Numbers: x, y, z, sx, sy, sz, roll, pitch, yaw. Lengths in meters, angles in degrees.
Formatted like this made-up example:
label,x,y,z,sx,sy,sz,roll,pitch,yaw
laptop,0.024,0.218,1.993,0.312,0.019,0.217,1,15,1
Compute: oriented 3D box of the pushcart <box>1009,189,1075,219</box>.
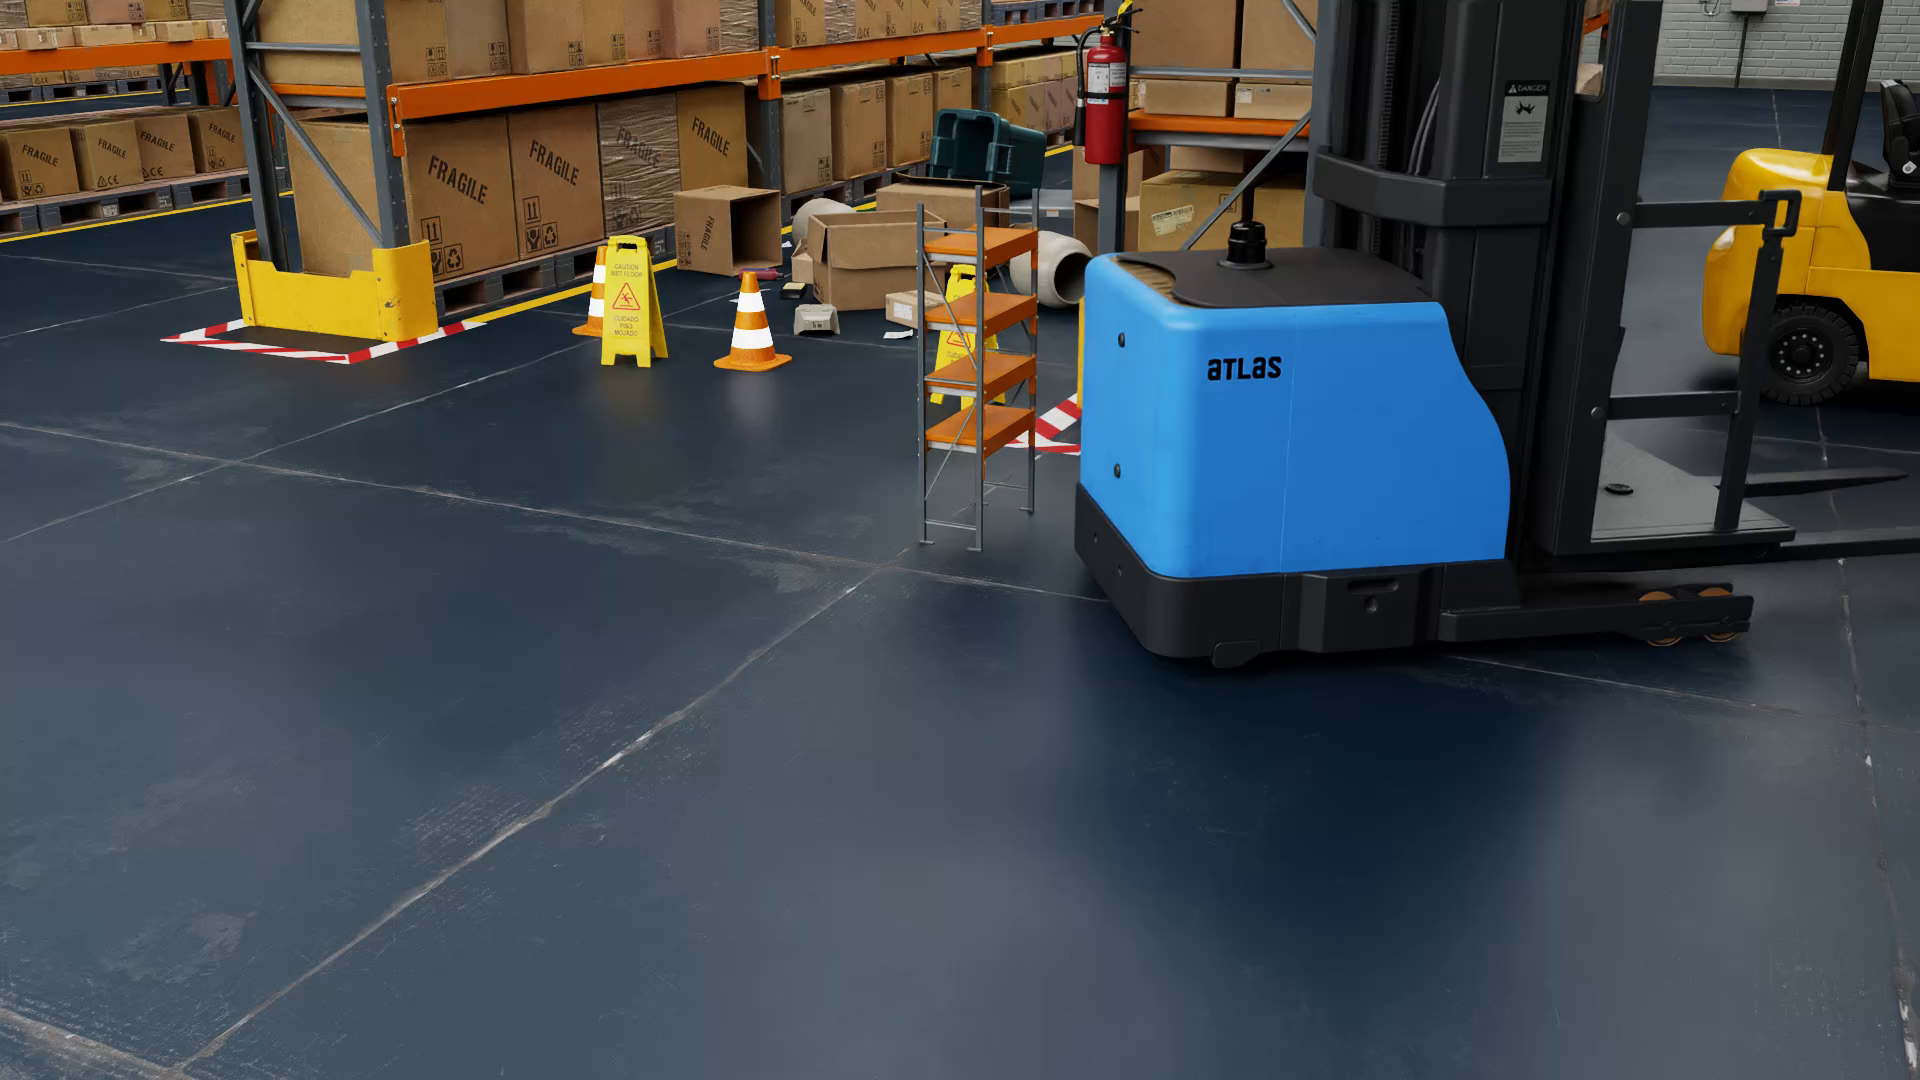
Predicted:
label,x,y,z,sx,sy,sz,roll,pitch,yaw
pushcart,0.630,-2.251,11.734,1.648,0.377,0.936,1,20,4

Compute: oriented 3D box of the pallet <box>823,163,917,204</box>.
label,x,y,z,sx,sy,sz,roll,pitch,yaw
pallet,-1.082,-3.144,14.493,1.003,0.211,1.213,9,21,23

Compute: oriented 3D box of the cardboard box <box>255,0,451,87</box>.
label,x,y,z,sx,sy,sz,roll,pitch,yaw
cardboard box,-3.354,-2.804,9.154,0.875,0.550,0.550,9,21,23

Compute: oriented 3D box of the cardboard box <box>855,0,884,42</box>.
label,x,y,z,sx,sy,sz,roll,pitch,yaw
cardboard box,-0.953,-4.315,13.476,0.500,0.500,0.500,8,21,22

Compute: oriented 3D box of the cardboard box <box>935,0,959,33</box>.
label,x,y,z,sx,sy,sz,roll,pitch,yaw
cardboard box,-0.334,-4.780,14.784,0.500,0.500,0.500,9,21,23

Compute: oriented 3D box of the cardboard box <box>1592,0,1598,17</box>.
label,x,y,z,sx,sy,sz,roll,pitch,yaw
cardboard box,6.647,-5.942,18.051,0.500,0.500,0.500,9,21,23

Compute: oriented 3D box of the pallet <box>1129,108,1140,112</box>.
label,x,y,z,sx,sy,sz,roll,pitch,yaw
pallet,1.692,-5.179,20.216,1.003,0.211,1.213,9,21,23

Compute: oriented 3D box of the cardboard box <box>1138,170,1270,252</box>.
label,x,y,z,sx,sy,sz,roll,pitch,yaw
cardboard box,1.182,-1.502,8.074,0.500,0.500,0.500,9,21,23

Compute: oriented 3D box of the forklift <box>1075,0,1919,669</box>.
label,x,y,z,sx,sy,sz,roll,pitch,yaw
forklift,1.956,-1.226,5.043,3.031,2.935,1.130,-3,20,-9

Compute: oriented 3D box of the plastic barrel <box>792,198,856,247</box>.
label,x,y,z,sx,sy,sz,roll,pitch,yaw
plastic barrel,-0.892,-2.066,11.146,0.421,0.421,0.512,-9,22,-24

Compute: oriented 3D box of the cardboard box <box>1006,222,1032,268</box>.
label,x,y,z,sx,sy,sz,roll,pitch,yaw
cardboard box,0.439,-1.946,11.044,0.258,0.266,0.396,-5,20,-15

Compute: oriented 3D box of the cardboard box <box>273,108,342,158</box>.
label,x,y,z,sx,sy,sz,roll,pitch,yaw
cardboard box,-6.040,-3.763,15.146,0.700,0.500,0.500,7,21,19

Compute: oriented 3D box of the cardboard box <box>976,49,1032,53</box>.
label,x,y,z,sx,sy,sz,roll,pitch,yaw
cardboard box,0.477,-5.148,17.952,0.500,0.250,0.500,9,22,25

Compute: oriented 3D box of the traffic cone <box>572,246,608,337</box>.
label,x,y,z,sx,sy,sz,roll,pitch,yaw
traffic cone,-1.952,-1.386,9.176,0.336,0.463,0.334,9,21,23

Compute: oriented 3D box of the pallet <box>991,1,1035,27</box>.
label,x,y,z,sx,sy,sz,roll,pitch,yaw
pallet,0.006,-5.202,16.405,1.213,0.211,1.003,9,21,23

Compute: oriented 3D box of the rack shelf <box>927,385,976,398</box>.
label,x,y,z,sx,sy,sz,roll,pitch,yaw
rack shelf,0.068,-0.579,5.923,0.199,0.029,0.442,9,21,23

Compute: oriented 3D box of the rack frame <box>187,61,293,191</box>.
label,x,y,z,sx,sy,sz,roll,pitch,yaw
rack frame,-6.311,-4.548,14.282,1.000,3.000,0.127,9,21,23

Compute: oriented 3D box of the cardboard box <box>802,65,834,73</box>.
label,x,y,z,sx,sy,sz,roll,pitch,yaw
cardboard box,-2.323,-6.657,22.754,0.875,0.875,0.875,9,21,23

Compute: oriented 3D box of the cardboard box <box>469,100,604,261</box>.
label,x,y,z,sx,sy,sz,roll,pitch,yaw
cardboard box,-2.889,-2.297,10.494,0.875,0.875,0.875,8,21,22

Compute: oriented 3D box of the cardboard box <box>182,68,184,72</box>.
label,x,y,z,sx,sy,sz,roll,pitch,yaw
cardboard box,-11.702,-7.393,25.638,0.500,0.311,0.500,9,21,23

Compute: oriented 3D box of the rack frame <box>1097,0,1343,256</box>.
label,x,y,z,sx,sy,sz,roll,pitch,yaw
rack frame,1.092,-1.966,7.020,1.000,3.000,0.127,9,21,23

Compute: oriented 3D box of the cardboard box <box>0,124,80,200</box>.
label,x,y,z,sx,sy,sz,roll,pitch,yaw
cardboard box,-7.191,-2.910,12.780,0.500,0.500,0.500,11,22,28

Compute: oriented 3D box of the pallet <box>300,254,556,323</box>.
label,x,y,z,sx,sy,sz,roll,pitch,yaw
pallet,-3.209,-1.555,10.027,1.003,0.211,1.213,9,21,23

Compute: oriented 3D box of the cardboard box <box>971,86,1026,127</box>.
label,x,y,z,sx,sy,sz,roll,pitch,yaw
cardboard box,0.333,-4.261,16.577,0.500,0.500,0.500,8,21,20

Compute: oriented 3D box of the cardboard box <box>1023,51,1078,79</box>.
label,x,y,z,sx,sy,sz,roll,pitch,yaw
cardboard box,0.948,-5.075,17.746,0.500,0.250,0.500,8,21,20

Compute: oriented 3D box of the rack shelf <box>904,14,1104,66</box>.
label,x,y,z,sx,sy,sz,roll,pitch,yaw
rack shelf,0.630,-5.332,17.559,1.077,0.370,4.000,9,21,23

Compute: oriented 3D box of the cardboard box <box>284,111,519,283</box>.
label,x,y,z,sx,sy,sz,roll,pitch,yaw
cardboard box,-2.855,-3.268,10.056,0.987,2.999,2.515,9,21,24

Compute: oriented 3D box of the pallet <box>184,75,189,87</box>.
label,x,y,z,sx,sy,sz,roll,pitch,yaw
pallet,-11.789,-7.250,26.041,1.003,0.211,1.213,9,21,23

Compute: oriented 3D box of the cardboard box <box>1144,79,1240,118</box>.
label,x,y,z,sx,sy,sz,roll,pitch,yaw
cardboard box,1.050,-1.991,7.466,0.380,0.149,0.250,9,22,25

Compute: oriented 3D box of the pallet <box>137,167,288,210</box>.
label,x,y,z,sx,sy,sz,roll,pitch,yaw
pallet,-6.554,-3.024,14.158,1.003,0.211,1.213,9,21,23

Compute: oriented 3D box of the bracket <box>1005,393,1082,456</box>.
label,x,y,z,sx,sy,sz,roll,pitch,yaw
bracket,0.998,-0.475,7.304,1.378,0.001,1.079,9,21,23

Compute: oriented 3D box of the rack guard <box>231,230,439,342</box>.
label,x,y,z,sx,sy,sz,roll,pitch,yaw
rack guard,-3.475,-1.429,9.241,1.175,0.500,0.348,9,21,23

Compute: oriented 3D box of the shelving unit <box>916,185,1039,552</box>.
label,x,y,z,sx,sy,sz,roll,pitch,yaw
shelving unit,0.068,-0.616,5.910,0.258,1.200,0.503,9,21,23

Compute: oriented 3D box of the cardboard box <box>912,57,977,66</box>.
label,x,y,z,sx,sy,sz,roll,pitch,yaw
cardboard box,-0.148,-4.678,16.631,0.500,0.250,0.500,8,21,21

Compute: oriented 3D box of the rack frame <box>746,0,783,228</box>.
label,x,y,z,sx,sy,sz,roll,pitch,yaw
rack frame,-1.827,-3.837,12.281,1.000,3.000,0.127,9,21,23

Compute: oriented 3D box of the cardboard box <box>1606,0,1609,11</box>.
label,x,y,z,sx,sy,sz,roll,pitch,yaw
cardboard box,7.469,-6.569,19.814,0.500,0.500,0.500,8,21,22

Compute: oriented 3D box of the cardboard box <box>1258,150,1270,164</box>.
label,x,y,z,sx,sy,sz,roll,pitch,yaw
cardboard box,1.377,-2.006,8.521,0.380,0.149,0.250,9,21,24

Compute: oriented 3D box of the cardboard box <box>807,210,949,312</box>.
label,x,y,z,sx,sy,sz,roll,pitch,yaw
cardboard box,-0.498,-1.674,9.925,0.797,0.503,0.637,-5,20,-15

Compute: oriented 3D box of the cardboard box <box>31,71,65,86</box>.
label,x,y,z,sx,sy,sz,roll,pitch,yaw
cardboard box,-12.843,-6.574,23.053,0.500,0.500,0.500,8,21,22

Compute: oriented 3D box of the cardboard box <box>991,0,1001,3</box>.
label,x,y,z,sx,sy,sz,roll,pitch,yaw
cardboard box,0.178,-5.248,15.998,0.380,0.149,0.250,8,21,22

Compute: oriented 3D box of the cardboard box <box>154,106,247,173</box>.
label,x,y,z,sx,sy,sz,roll,pitch,yaw
cardboard box,-6.511,-3.452,14.302,0.500,0.500,0.500,8,21,21

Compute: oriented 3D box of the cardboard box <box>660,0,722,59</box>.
label,x,y,z,sx,sy,sz,roll,pitch,yaw
cardboard box,-2.172,-3.622,11.453,0.875,0.550,0.550,9,21,23

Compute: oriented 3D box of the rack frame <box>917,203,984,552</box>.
label,x,y,z,sx,sy,sz,roll,pitch,yaw
rack frame,-0.032,-0.541,5.700,0.240,1.200,0.015,9,21,23

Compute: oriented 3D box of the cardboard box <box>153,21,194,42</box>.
label,x,y,z,sx,sy,sz,roll,pitch,yaw
cardboard box,-6.400,-4.089,13.365,0.380,0.149,0.250,9,21,23

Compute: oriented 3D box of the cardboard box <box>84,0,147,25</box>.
label,x,y,z,sx,sy,sz,roll,pitch,yaw
cardboard box,-6.901,-4.292,12.967,0.875,0.500,0.500,9,21,23

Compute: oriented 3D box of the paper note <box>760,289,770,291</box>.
label,x,y,z,sx,sy,sz,roll,pitch,yaw
paper note,-1.233,-1.546,10.301,0.123,0.001,0.032,-14,24,-33

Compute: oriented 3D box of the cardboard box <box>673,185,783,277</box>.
label,x,y,z,sx,sy,sz,roll,pitch,yaw
cardboard box,-1.527,-2.045,10.969,0.500,0.500,0.500,13,23,32

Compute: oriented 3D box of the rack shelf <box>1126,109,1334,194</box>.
label,x,y,z,sx,sy,sz,roll,pitch,yaw
rack shelf,1.911,-2.238,8.859,1.077,0.370,4.000,9,21,23

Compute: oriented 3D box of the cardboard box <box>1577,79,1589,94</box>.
label,x,y,z,sx,sy,sz,roll,pitch,yaw
cardboard box,6.361,-4.802,18.192,0.875,0.438,0.875,8,21,22

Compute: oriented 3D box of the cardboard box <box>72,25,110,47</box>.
label,x,y,z,sx,sy,sz,roll,pitch,yaw
cardboard box,-6.758,-3.867,12.742,0.380,0.149,0.250,9,21,23

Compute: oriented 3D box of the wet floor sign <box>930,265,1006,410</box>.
label,x,y,z,sx,sy,sz,roll,pitch,yaw
wet floor sign,0.038,-0.945,7.664,0.267,0.644,0.232,18,26,41
